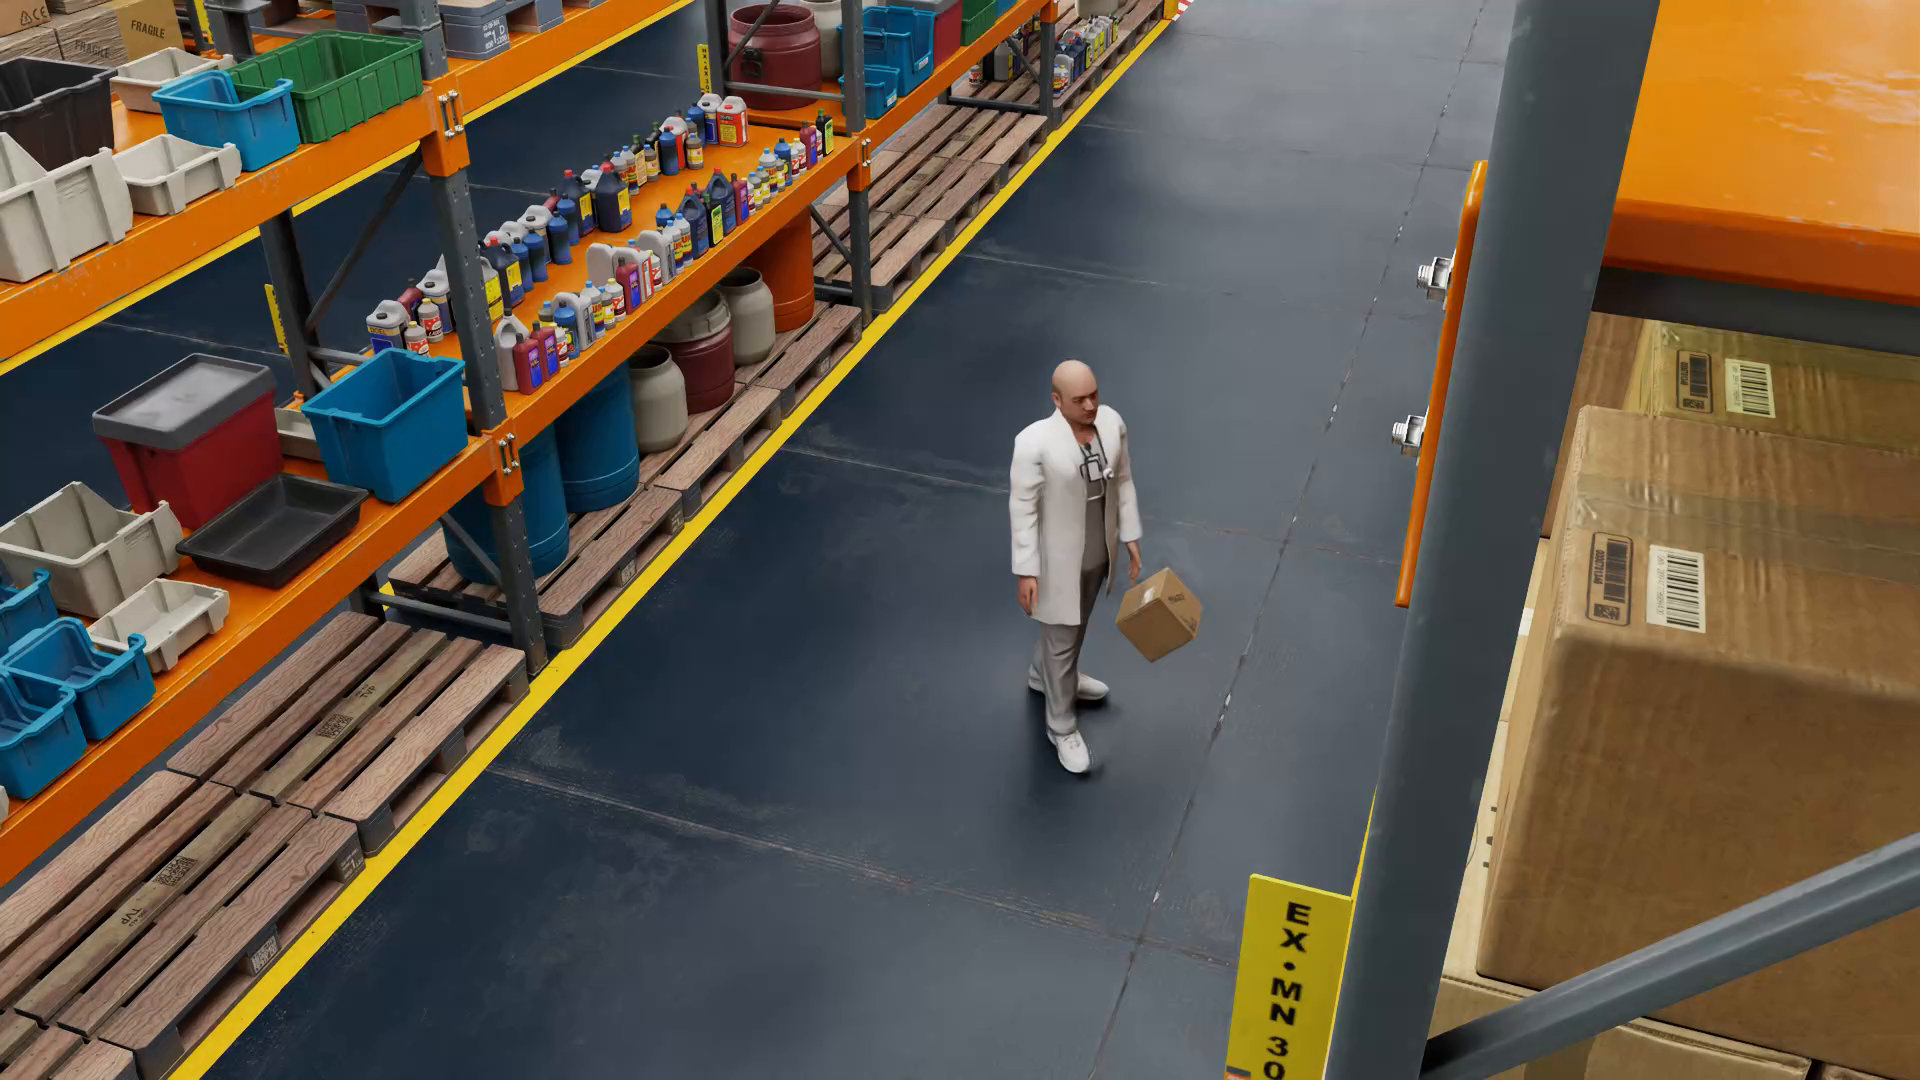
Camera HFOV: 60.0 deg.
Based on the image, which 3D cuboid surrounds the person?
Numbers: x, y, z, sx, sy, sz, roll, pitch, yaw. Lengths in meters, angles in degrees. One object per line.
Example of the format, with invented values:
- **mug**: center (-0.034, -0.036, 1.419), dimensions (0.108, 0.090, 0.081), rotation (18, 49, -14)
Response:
- **person**: center (0.491, 0.080, 7.019), dimensions (0.658, 1.776, 0.665), rotation (-23, 39, -31)
